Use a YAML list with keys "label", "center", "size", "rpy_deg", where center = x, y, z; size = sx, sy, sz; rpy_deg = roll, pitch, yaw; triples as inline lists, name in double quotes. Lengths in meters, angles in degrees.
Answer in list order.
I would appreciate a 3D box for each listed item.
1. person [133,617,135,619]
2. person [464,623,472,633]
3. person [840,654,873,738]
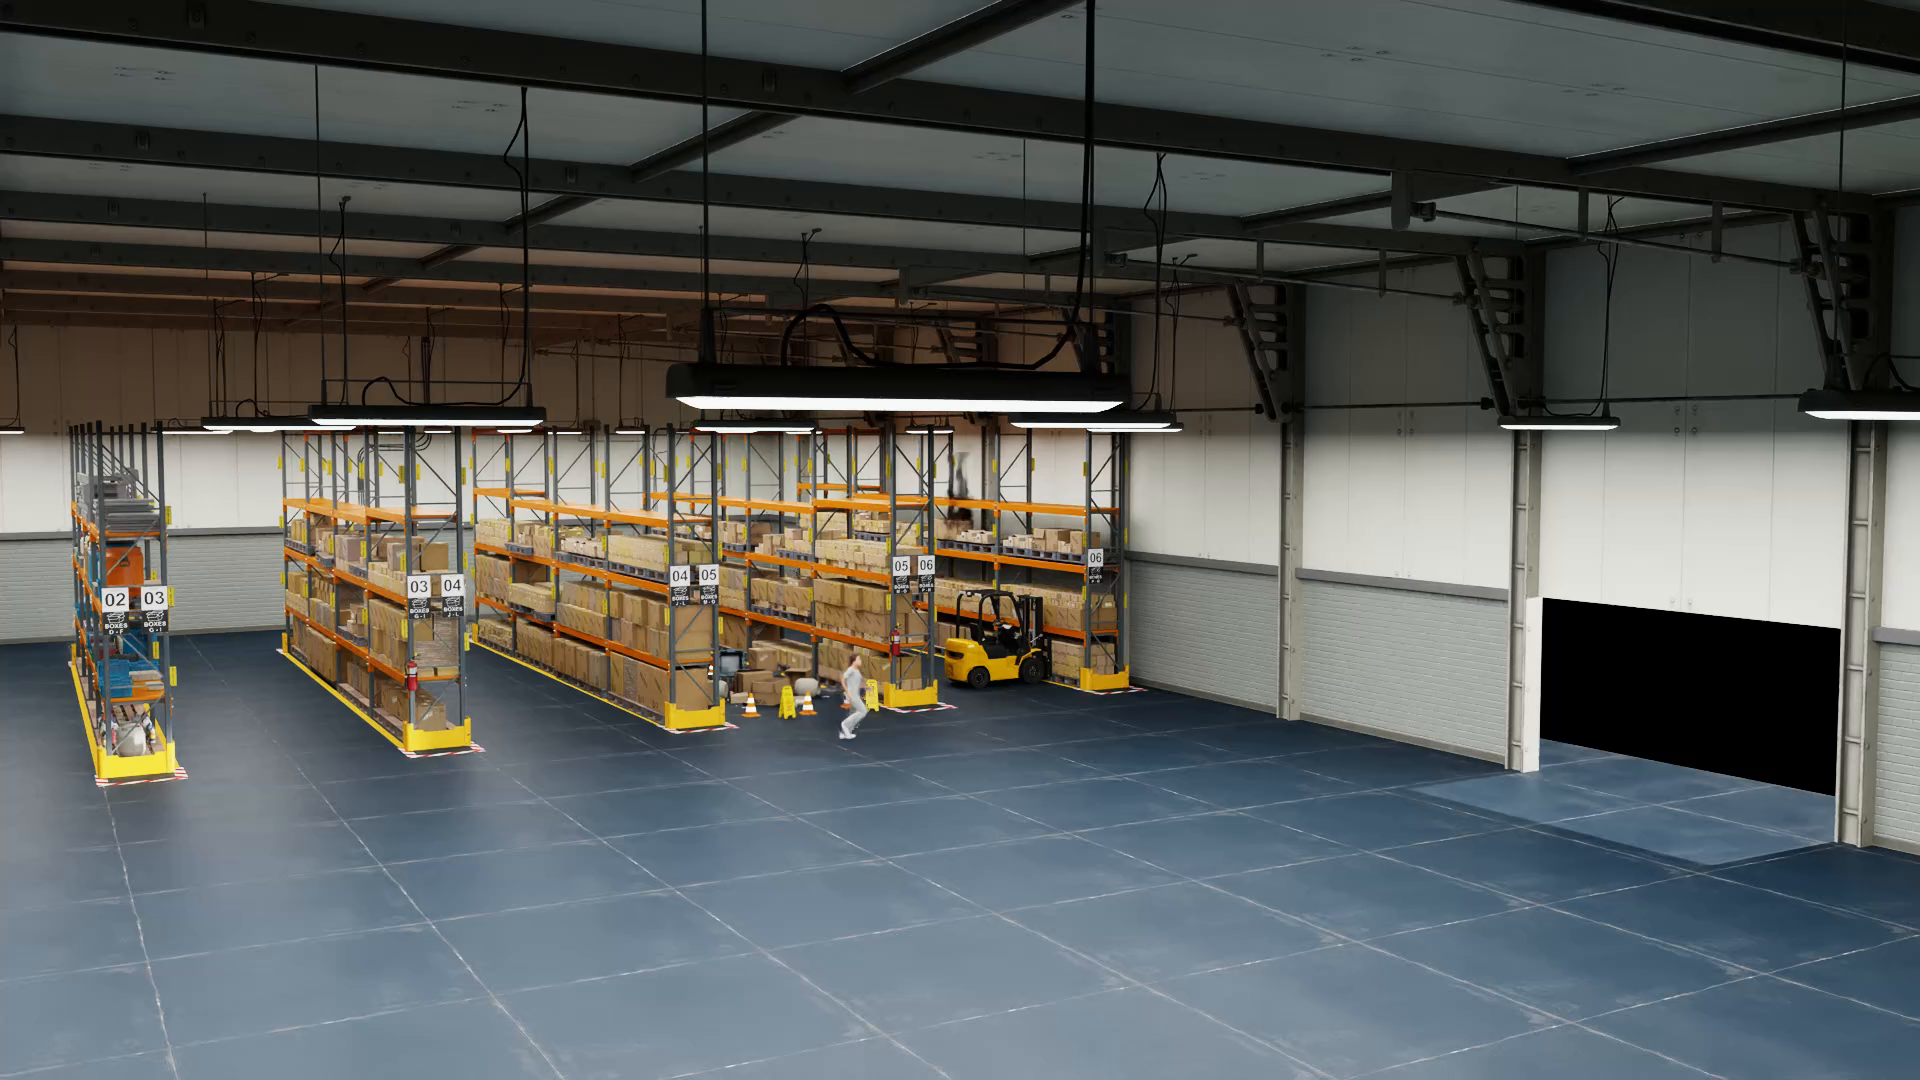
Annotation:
- label: "person"
  center: [-21.655, 2.209, 43.179]
  size: [0.564, 1.704, 0.698]
  rpy_deg: [-1, 4, -8]
- label: "person"
  center: [-14.341, 1.955, 47.152]
  size: [0.915, 1.753, 0.752]
  rpy_deg: [-3, 5, -39]
- label: "person"
  center: [-1.977, 2.966, 31.487]
  size: [0.631, 1.599, 0.550]
  rpy_deg: [1, 4, 10]
